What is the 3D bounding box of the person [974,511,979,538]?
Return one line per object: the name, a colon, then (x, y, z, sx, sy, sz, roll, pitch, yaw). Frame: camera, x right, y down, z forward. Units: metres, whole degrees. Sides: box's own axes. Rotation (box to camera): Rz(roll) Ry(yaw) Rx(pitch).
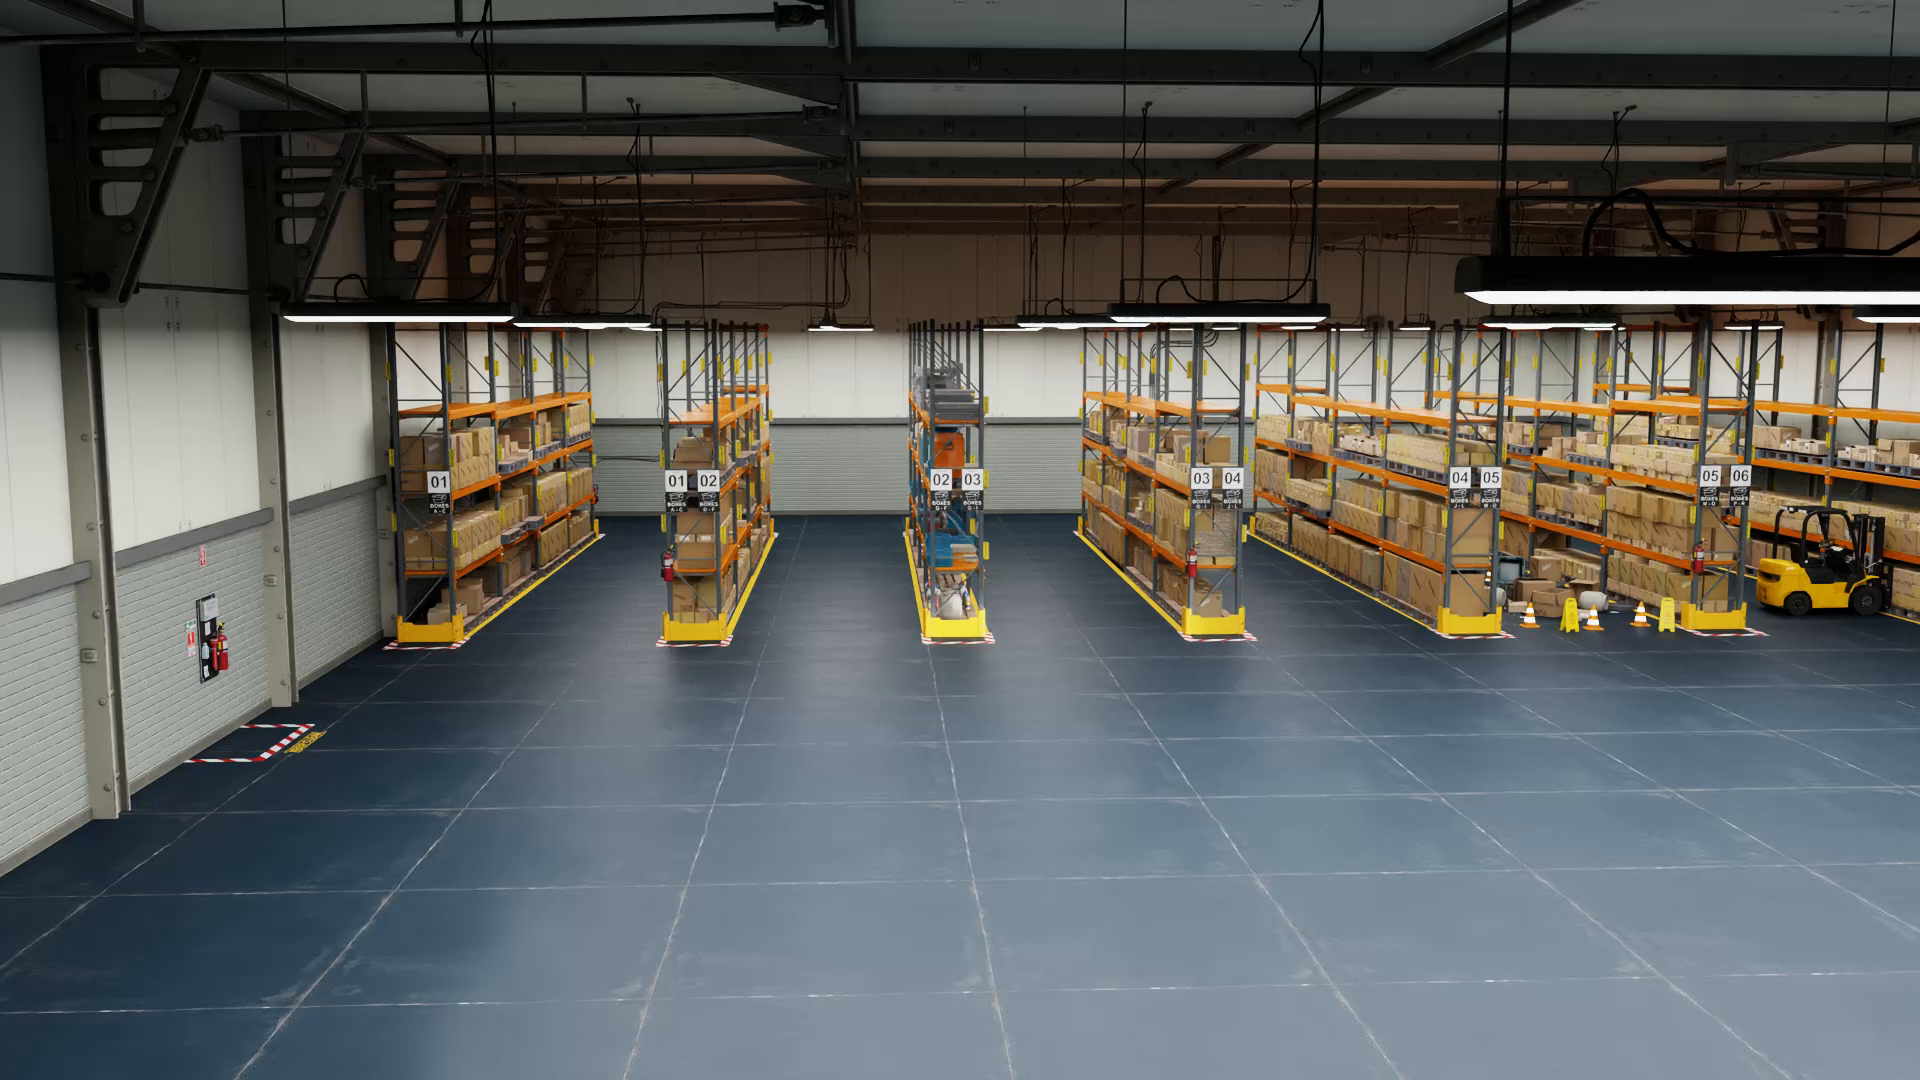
person: (0.447, -0.882, 46.872, 0.391, 1.712, 0.550, -2, 7, -13)
